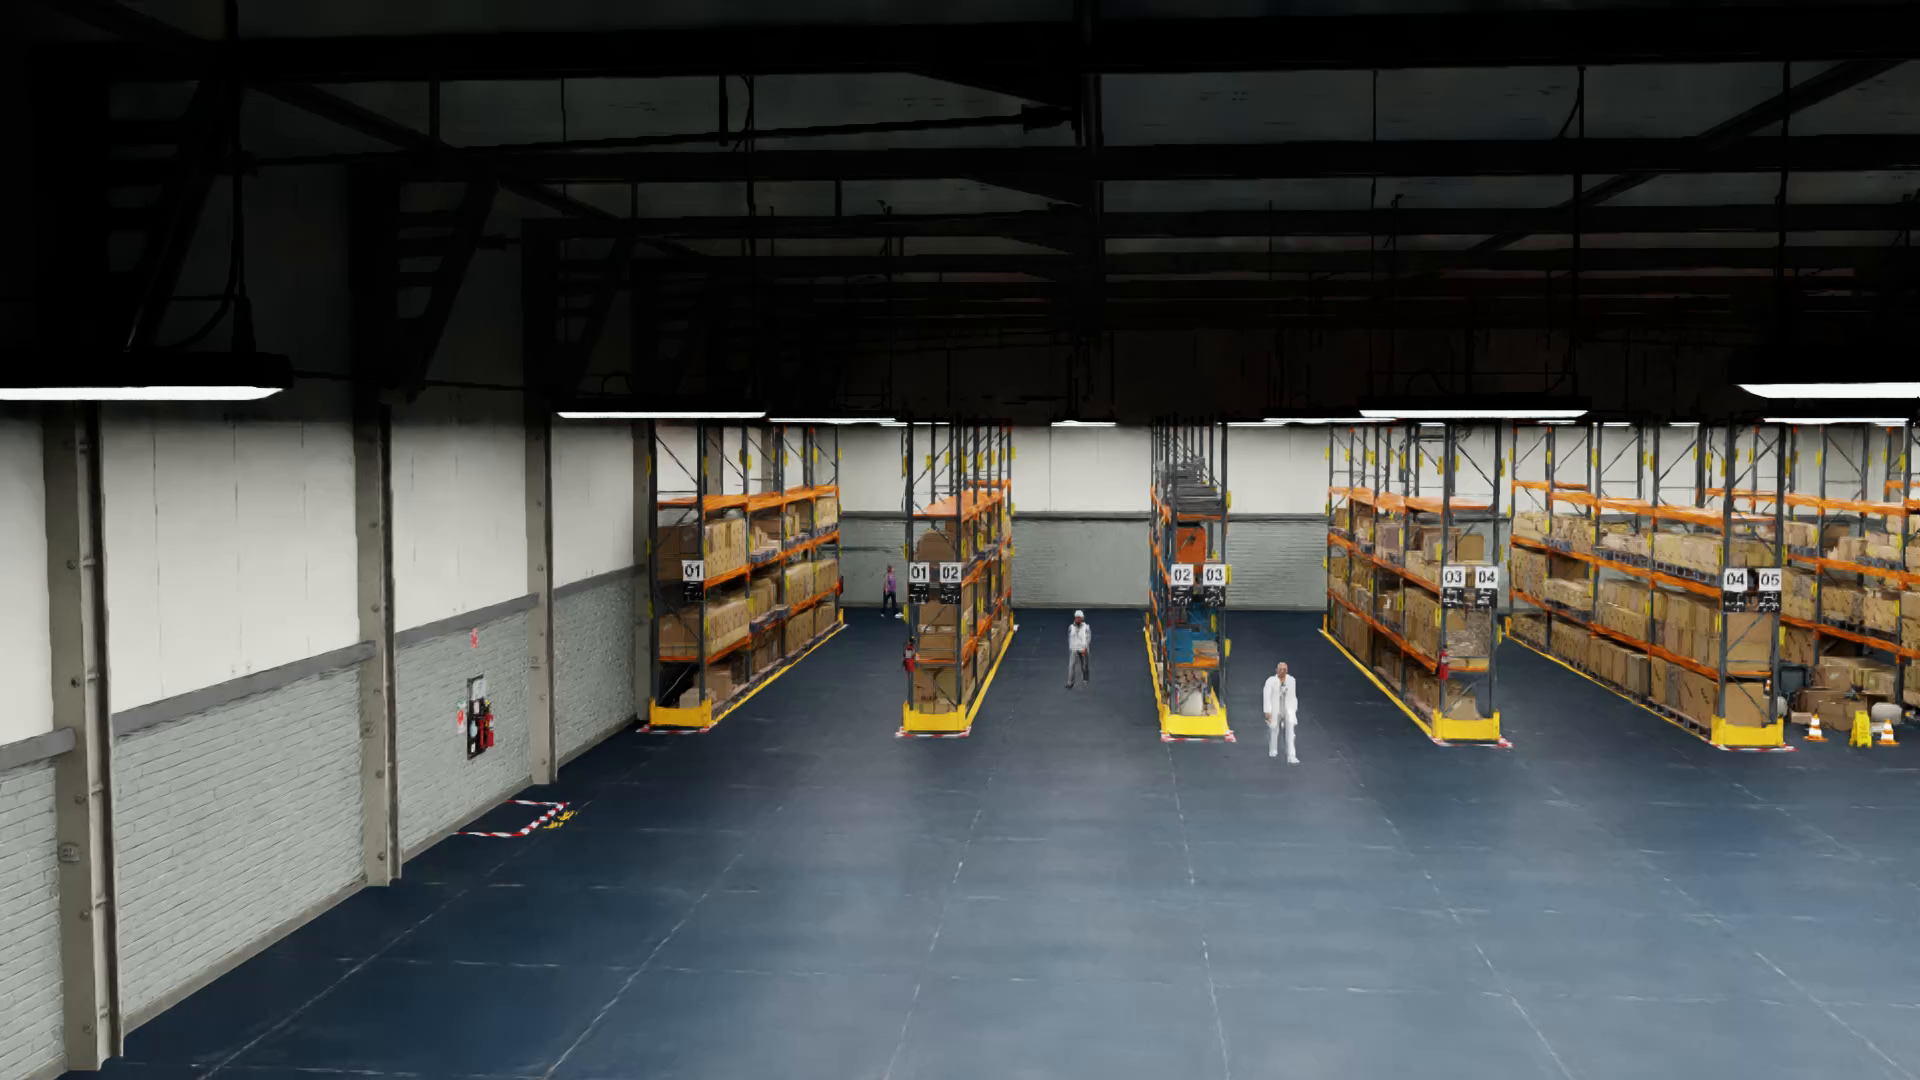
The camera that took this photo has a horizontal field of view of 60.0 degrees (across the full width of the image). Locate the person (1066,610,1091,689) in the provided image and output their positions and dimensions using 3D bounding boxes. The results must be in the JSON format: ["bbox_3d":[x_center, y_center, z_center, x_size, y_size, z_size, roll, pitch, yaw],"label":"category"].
[{"bbox_3d":[2.630,2.392,36.640,0.539,1.715,1.031,1,4,14],"label":"person"}]

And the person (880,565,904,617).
[{"bbox_3d":[-2.093,1.530,50.369,0.531,1.588,0.638,3,5,42],"label":"person"}]

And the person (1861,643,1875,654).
[{"bbox_3d":[22.902,2.046,42.184,0.555,1.651,0.586,2,4,26],"label":"person"}]

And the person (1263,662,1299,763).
[{"bbox_3d":[5.507,2.929,28.521,0.601,1.694,1.187,0,4,3],"label":"person"}]
